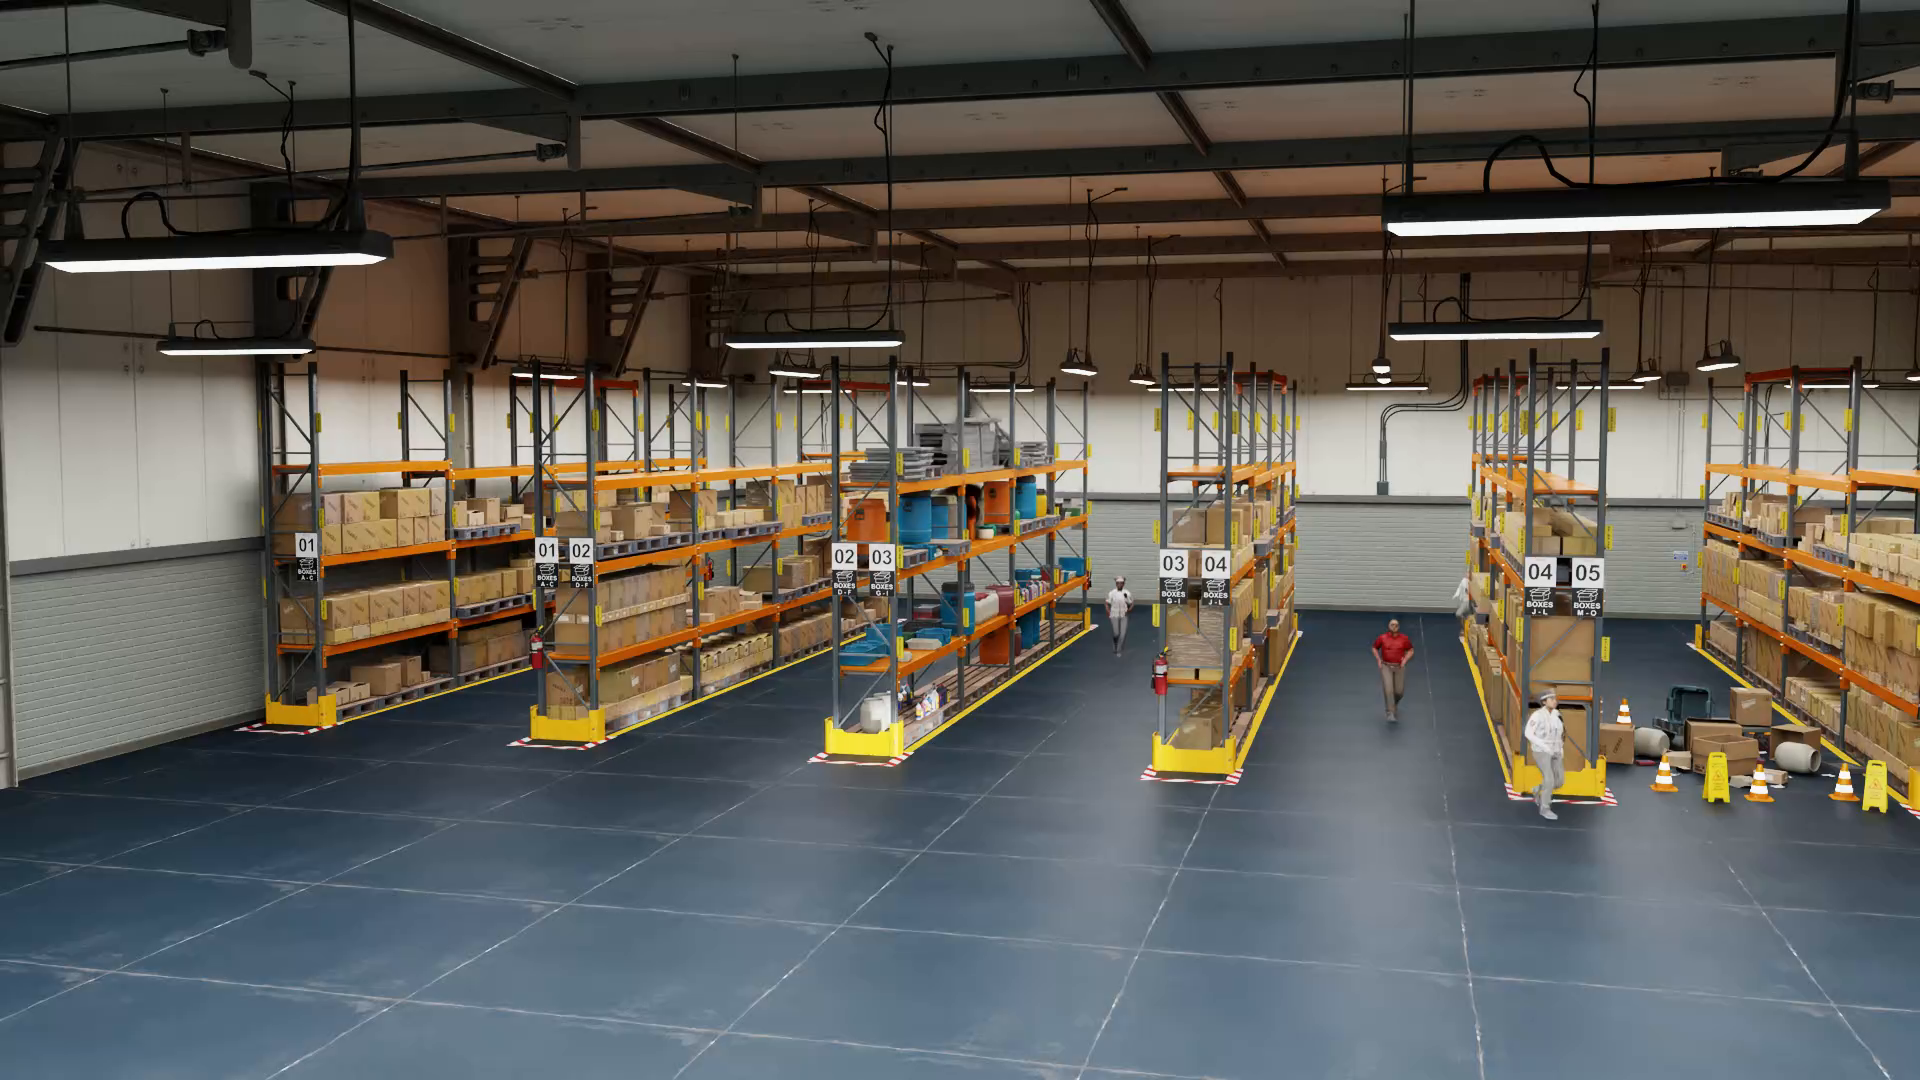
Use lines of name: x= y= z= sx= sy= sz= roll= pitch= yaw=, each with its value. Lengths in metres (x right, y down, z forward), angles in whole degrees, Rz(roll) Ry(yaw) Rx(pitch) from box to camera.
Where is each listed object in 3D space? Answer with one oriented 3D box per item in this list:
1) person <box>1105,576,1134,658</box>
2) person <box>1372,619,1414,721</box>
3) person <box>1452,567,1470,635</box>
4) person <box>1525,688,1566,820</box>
person: x=3.203 y=1.540 z=33.371 sx=0.574 sy=1.647 sz=0.504 roll=0 pitch=4 yaw=2
person: x=7.313 y=2.179 z=28.099 sx=0.690 sy=1.693 sz=0.703 roll=1 pitch=4 yaw=8
person: x=11.874 y=1.439 z=39.036 sx=0.560 sy=1.643 sz=0.680 roll=-1 pitch=4 yaw=-20
person: x=7.423 y=2.693 z=21.133 sx=0.626 sy=1.666 sz=0.555 roll=-2 pitch=4 yaw=-26
